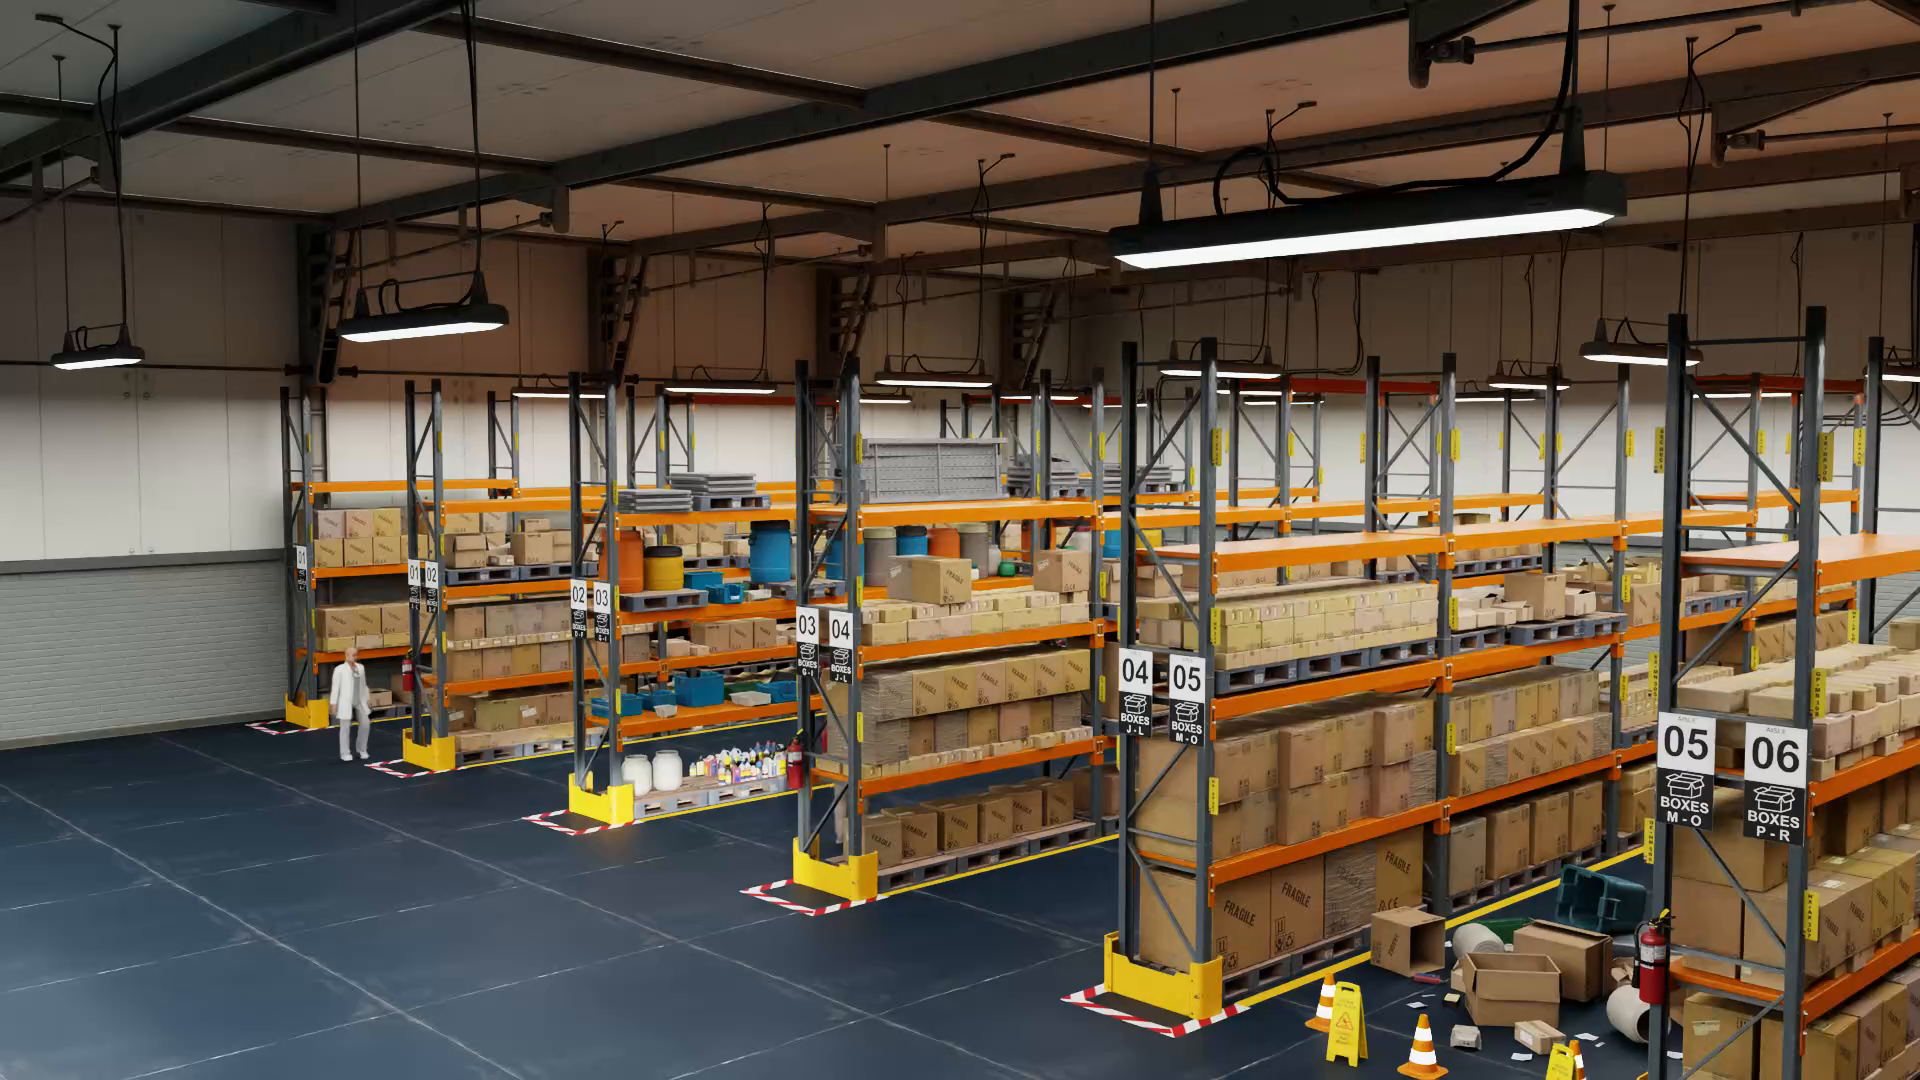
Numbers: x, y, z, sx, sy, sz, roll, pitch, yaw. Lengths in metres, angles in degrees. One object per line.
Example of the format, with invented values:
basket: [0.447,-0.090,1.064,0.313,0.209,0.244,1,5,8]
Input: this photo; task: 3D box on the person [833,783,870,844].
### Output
person: [-1.386,2.996,20.984,0.569,1.808,0.538,1,4,12]

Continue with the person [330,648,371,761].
person: [-9.669,2.608,26.364,0.438,1.811,0.685,3,5,38]
